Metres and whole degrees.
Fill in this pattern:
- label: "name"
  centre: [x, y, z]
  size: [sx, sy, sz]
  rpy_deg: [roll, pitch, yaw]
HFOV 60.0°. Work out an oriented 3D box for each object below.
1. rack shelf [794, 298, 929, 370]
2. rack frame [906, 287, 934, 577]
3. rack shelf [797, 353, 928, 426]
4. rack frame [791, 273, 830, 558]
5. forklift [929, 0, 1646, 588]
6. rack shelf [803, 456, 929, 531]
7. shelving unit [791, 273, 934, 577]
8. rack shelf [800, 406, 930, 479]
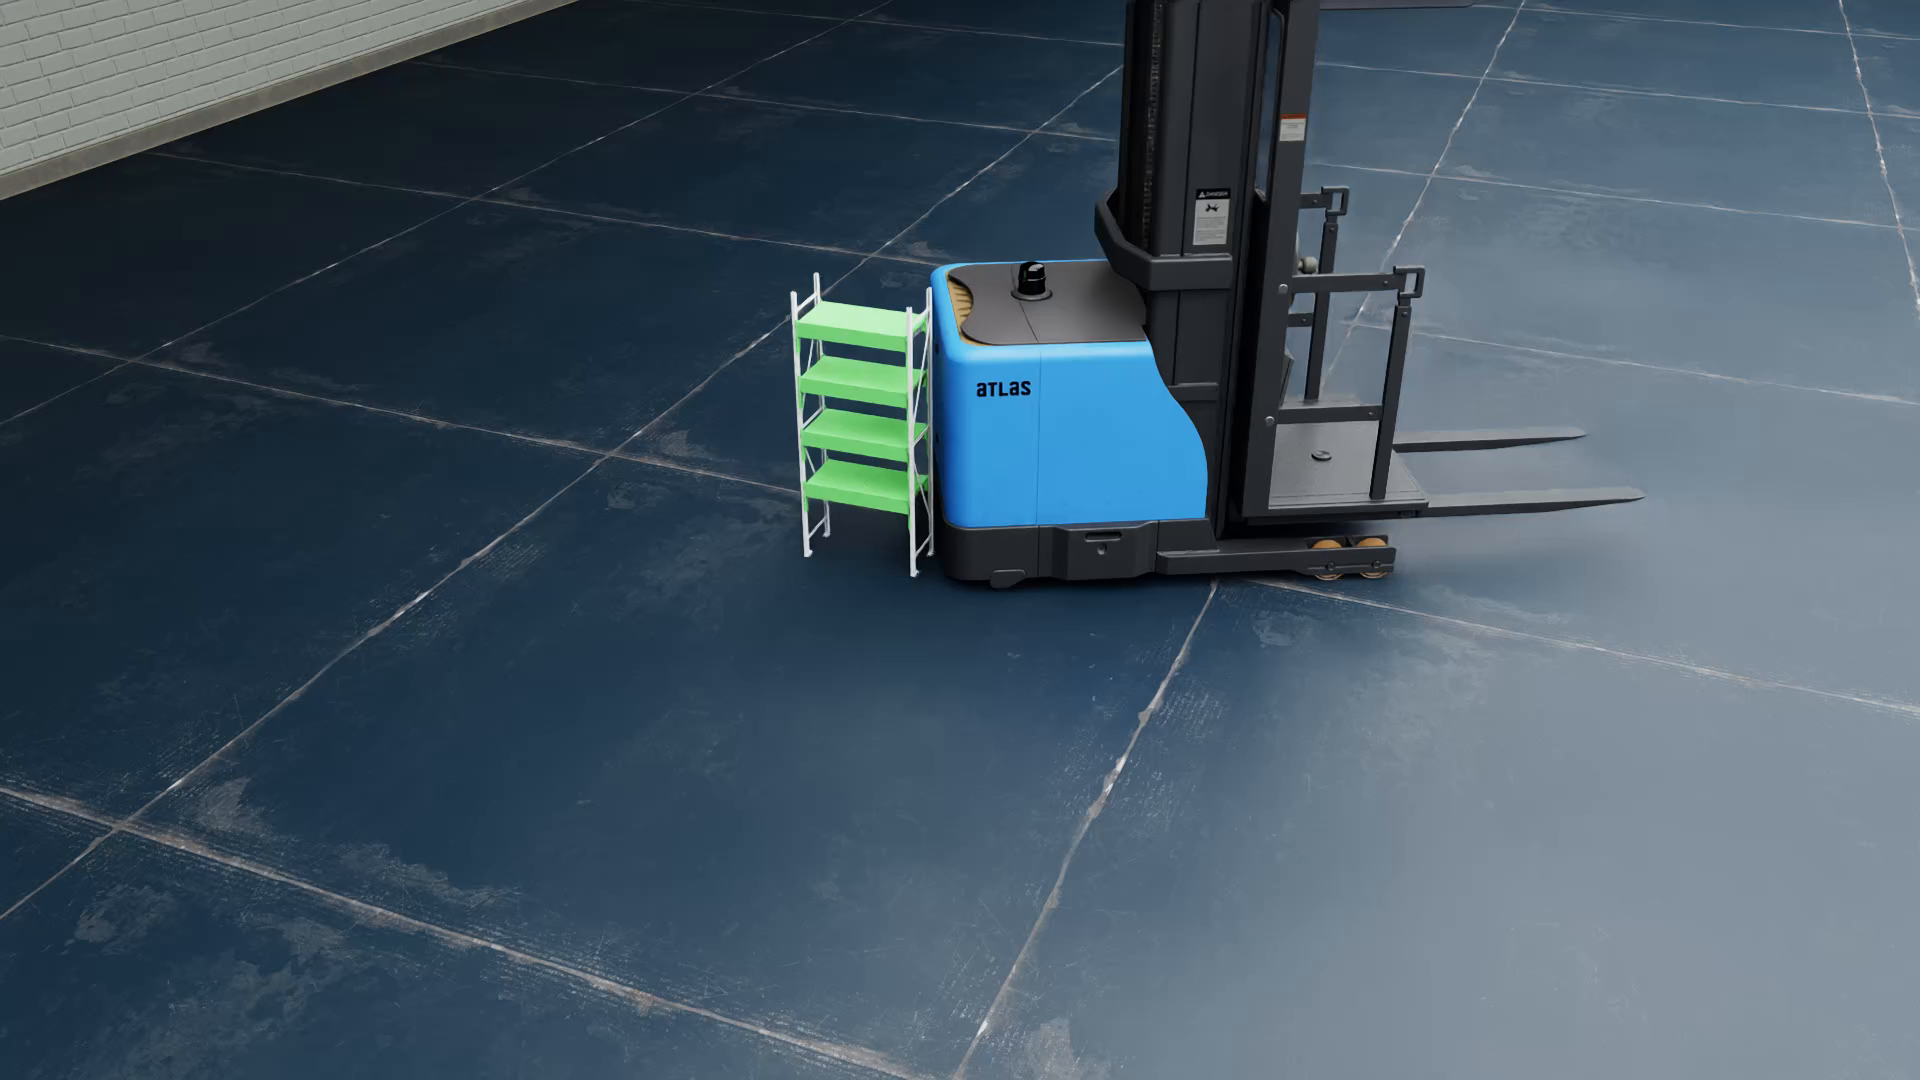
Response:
- label: "rack shelf"
  centre: [-0.388, -0.824, 6.644]
  size: [0.480, 0.148, 0.258]
  rpy_deg: [10, 31, 17]
- label: "rack frame"
  centre: [-0.159, -0.421, 6.776]
  size: [0.015, 1.200, 0.240]
  rpy_deg: [10, 31, 17]
- label: "rack shelf"
  centre: [-0.388, -0.616, 6.762]
  size: [0.480, 0.148, 0.258]
  rpy_deg: [10, 31, 17]
- label: "rack frame"
  centre: [-0.618, -0.503, 6.920]
  size: [0.015, 1.200, 0.240]
  rpy_deg: [10, 31, 17]
- label: "forklift"
  centre: [1.403, -1.365, 6.686]
  size: [3.031, 2.935, 1.130]
  rpy_deg: [-3, 30, -4]
- label: "rack shelf"
  centre: [-0.388, -0.198, 6.998]
  size: [0.480, 0.148, 0.258]
  rpy_deg: [10, 31, 17]
- label: "shelving unit"
  centre: [-0.388, -0.462, 6.848]
  size: [0.503, 1.200, 0.258]
  rpy_deg: [10, 31, 17]
- label: "rack shelf"
  centre: [-0.388, -0.407, 6.880]
  size: [0.480, 0.148, 0.258]
  rpy_deg: [10, 31, 17]
